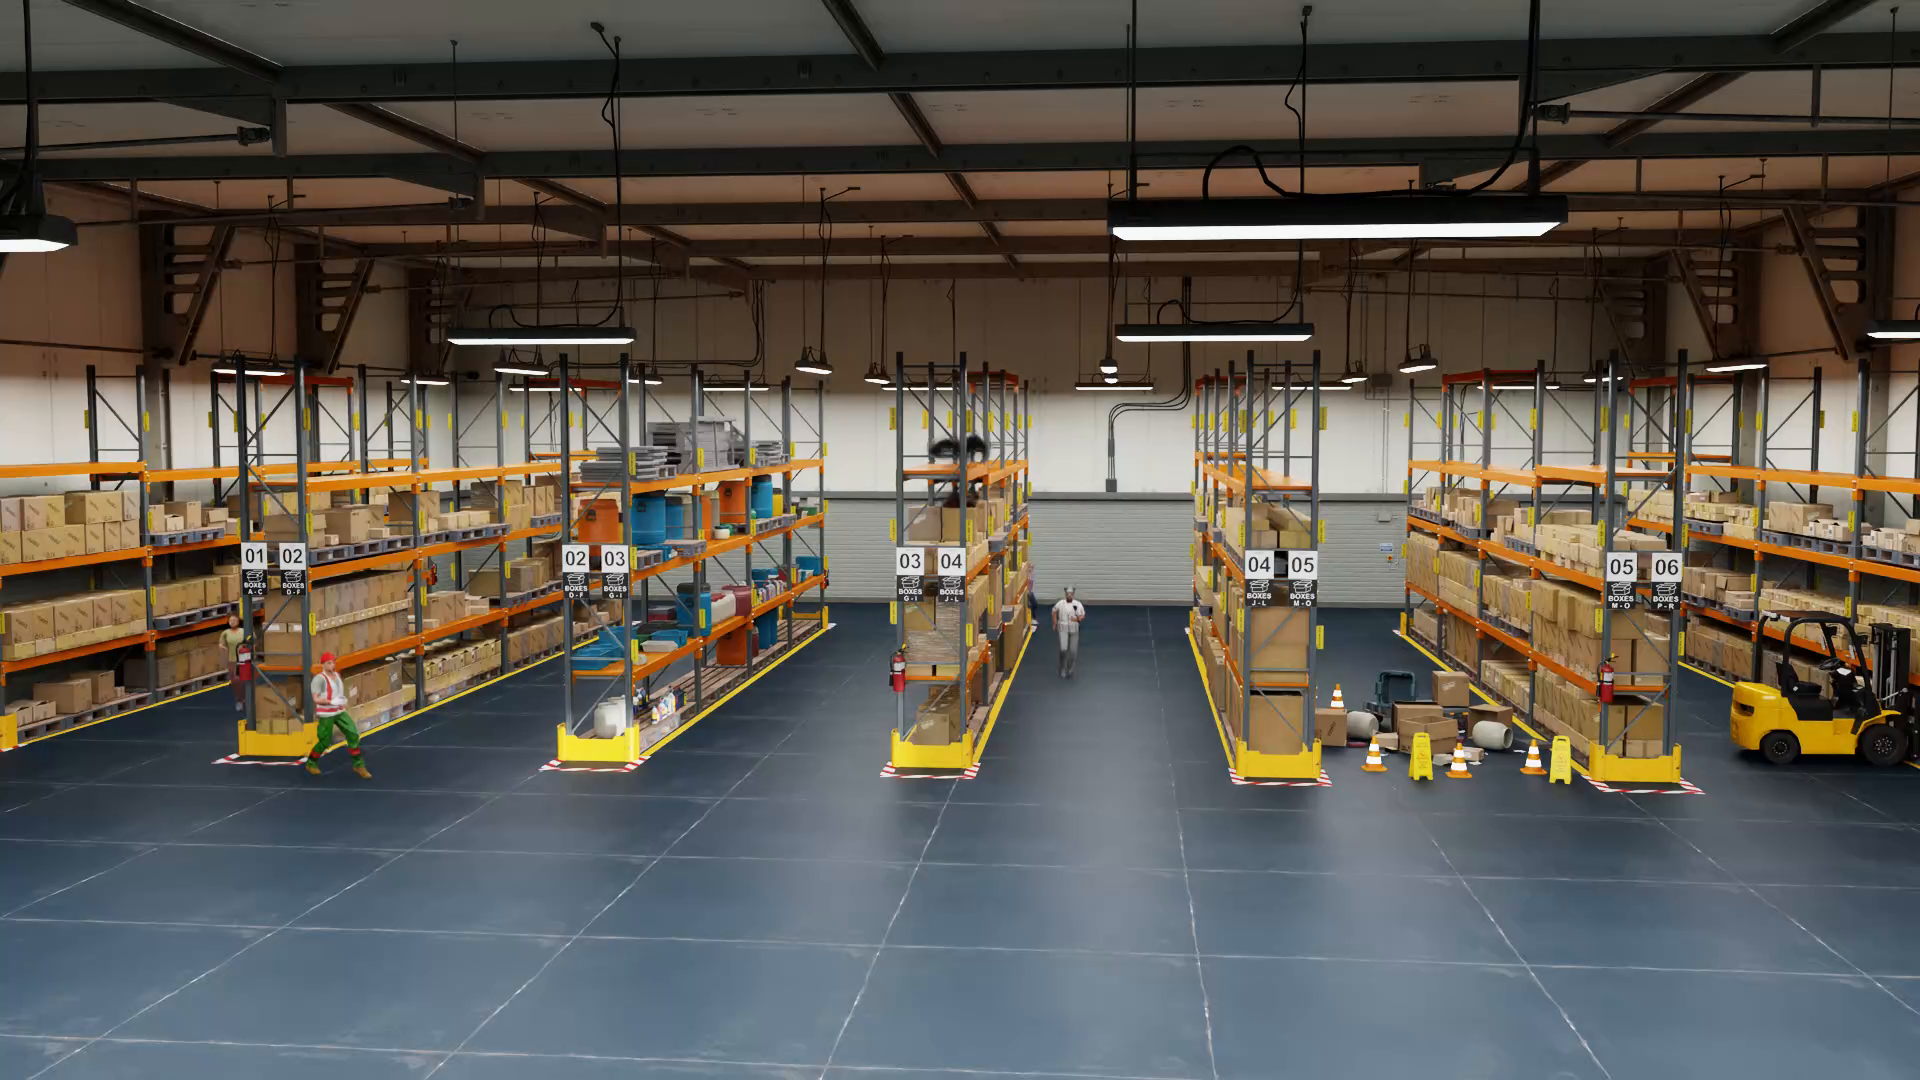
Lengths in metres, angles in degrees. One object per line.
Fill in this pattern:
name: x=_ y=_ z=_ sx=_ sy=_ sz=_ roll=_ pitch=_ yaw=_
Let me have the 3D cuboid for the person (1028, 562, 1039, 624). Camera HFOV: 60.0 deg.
person: x=1.609 y=1.303 z=41.083 sx=0.520 sy=1.540 sz=0.679 roll=-3 pitch=5 yaw=-39

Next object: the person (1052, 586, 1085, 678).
person: x=2.131 y=1.809 z=32.628 sx=0.630 sy=1.819 sz=0.730 roll=0 pitch=4 yaw=-1

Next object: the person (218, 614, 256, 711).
person: x=-12.572 y=2.118 z=28.892 sx=0.522 sy=1.691 sz=0.780 roll=0 pitch=4 yaw=-2

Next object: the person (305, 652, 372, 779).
person: x=-8.775 y=2.458 z=23.215 sx=0.931 sy=1.806 sz=0.655 roll=2 pitch=4 yaw=24
